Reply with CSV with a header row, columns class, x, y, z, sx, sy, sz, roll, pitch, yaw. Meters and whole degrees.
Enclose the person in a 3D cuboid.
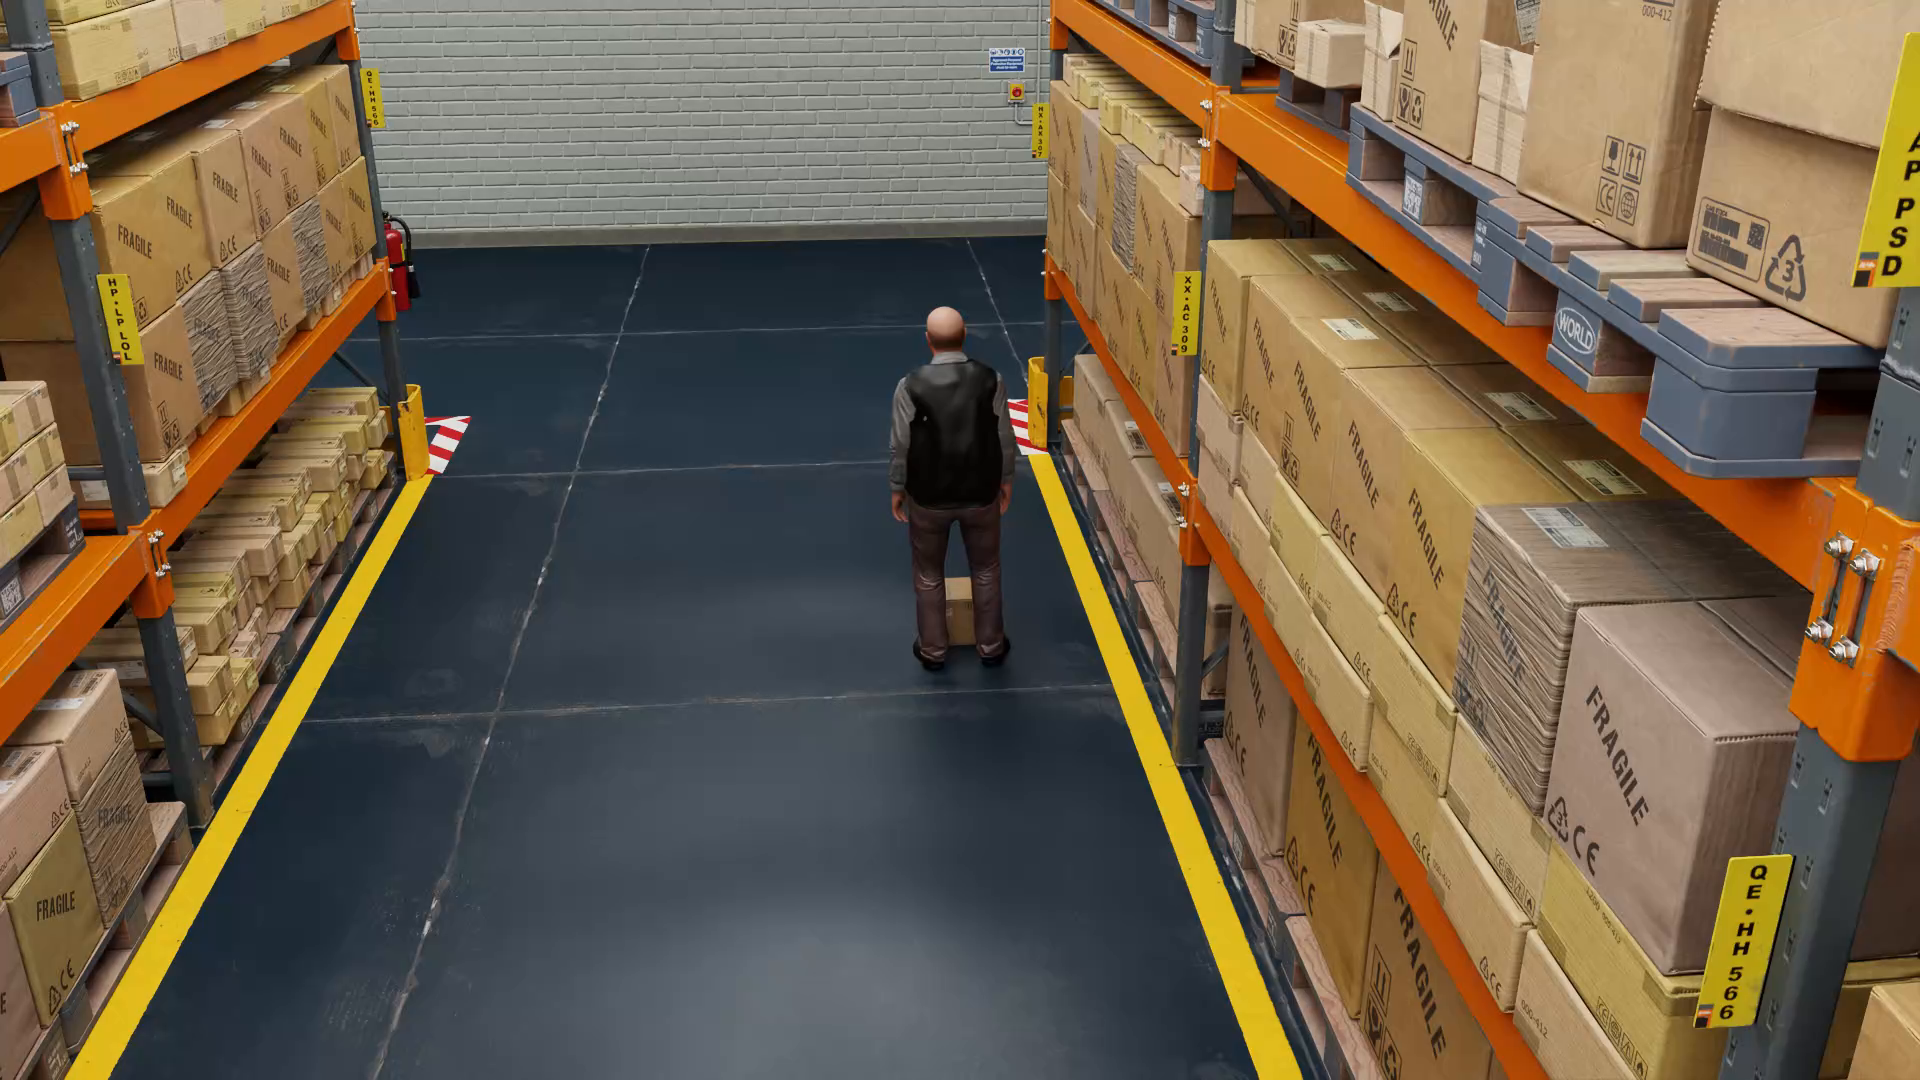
class,x,y,z,sx,sy,sz,roll,pitch,yaw
person,-0.031,-0.208,7.606,0.591,1.720,0.418,-3,24,-8
